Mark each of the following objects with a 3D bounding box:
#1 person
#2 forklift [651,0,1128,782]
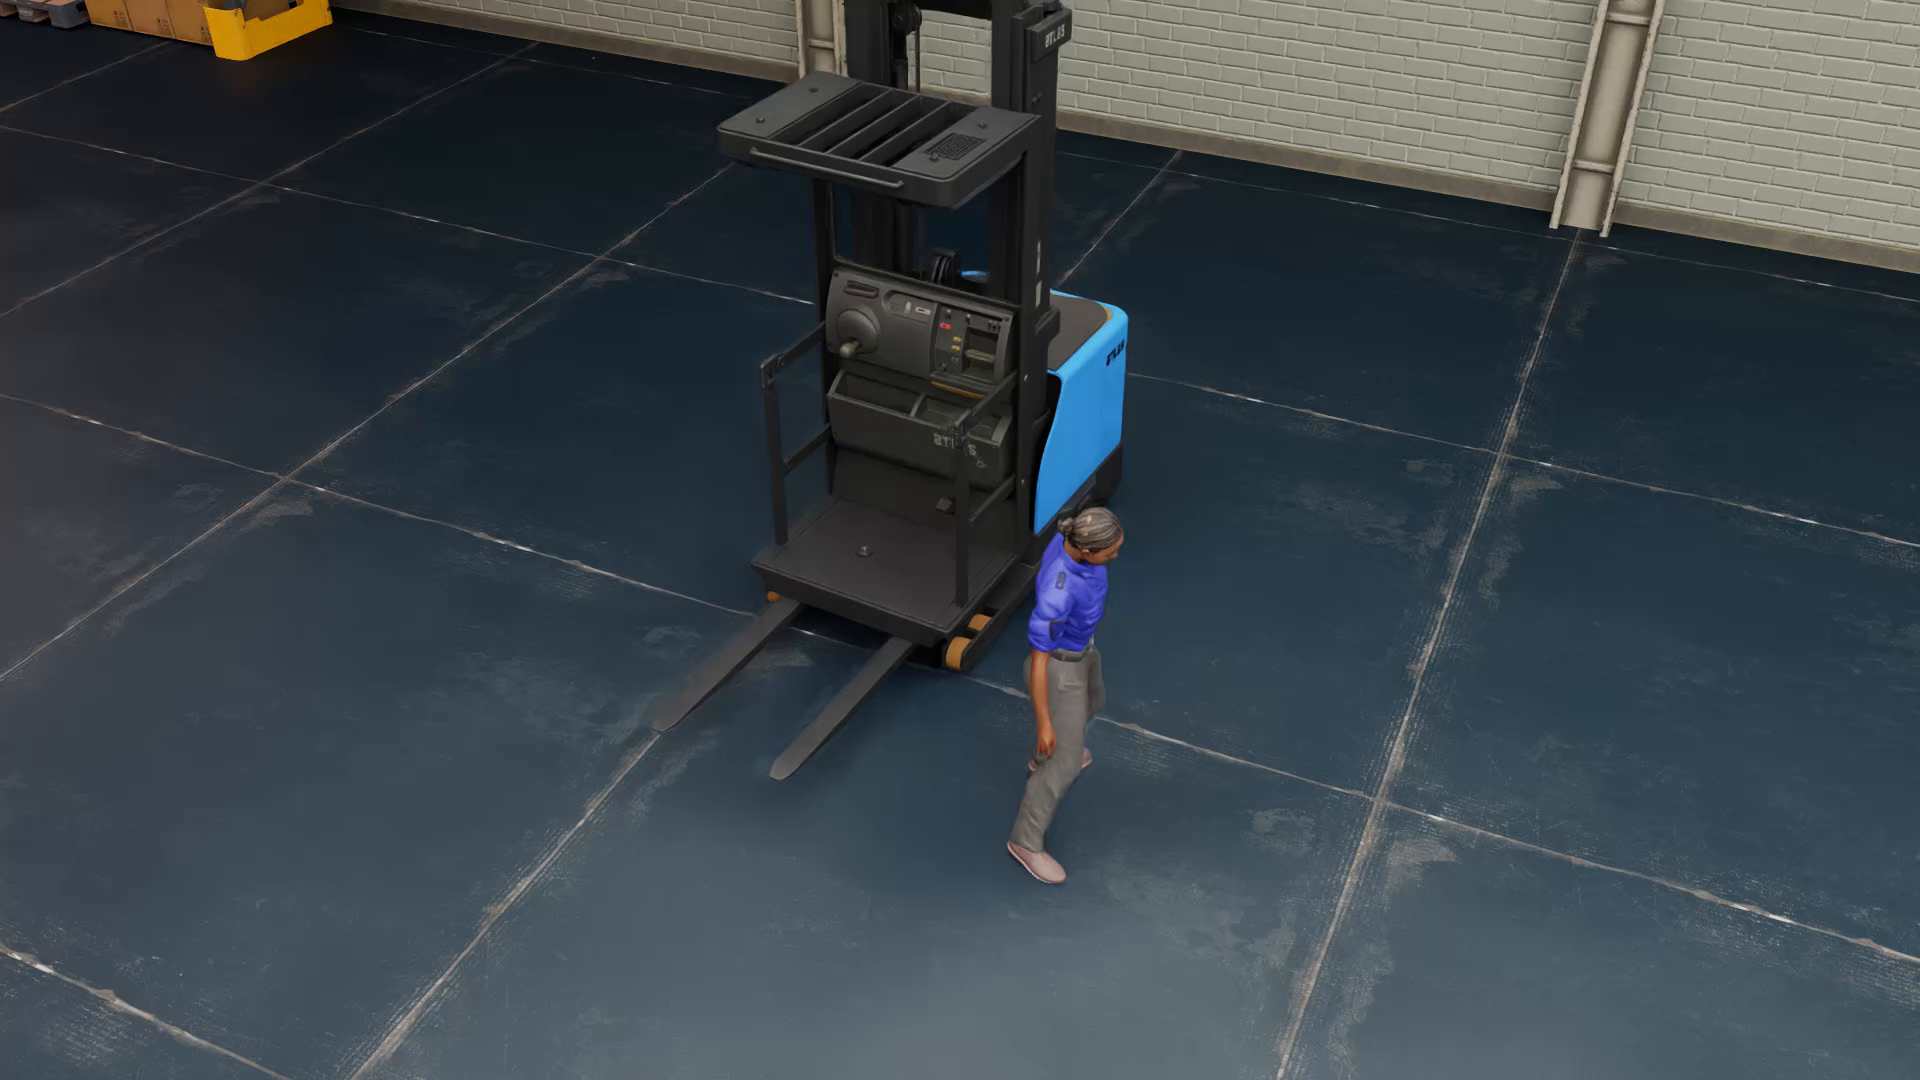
[{"bbox_3d":[0.429,0.507,6.553,0.374,1.611,0.849,8,36,11],"label":"person"},{"bbox_3d":[-0.293,-0.882,7.323,1.130,2.935,3.031,18,39,23],"label":"forklift"}]
